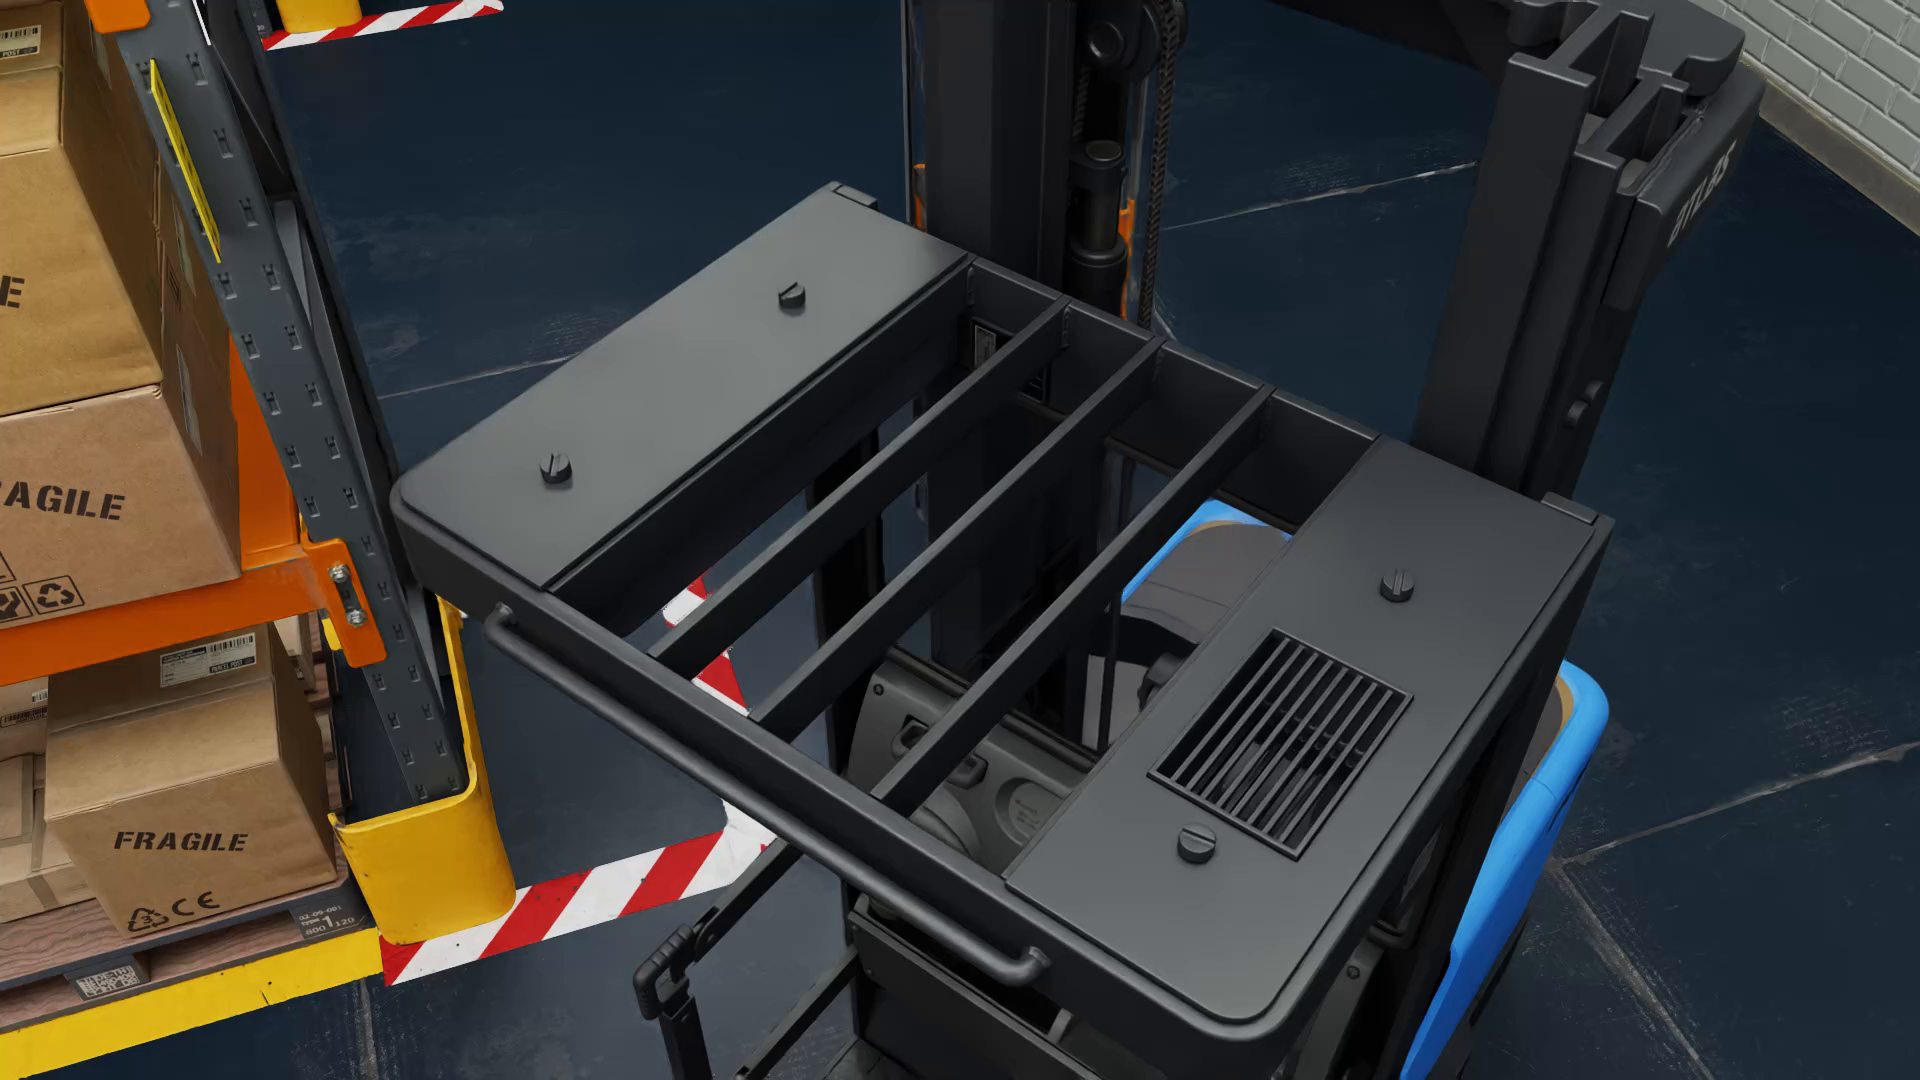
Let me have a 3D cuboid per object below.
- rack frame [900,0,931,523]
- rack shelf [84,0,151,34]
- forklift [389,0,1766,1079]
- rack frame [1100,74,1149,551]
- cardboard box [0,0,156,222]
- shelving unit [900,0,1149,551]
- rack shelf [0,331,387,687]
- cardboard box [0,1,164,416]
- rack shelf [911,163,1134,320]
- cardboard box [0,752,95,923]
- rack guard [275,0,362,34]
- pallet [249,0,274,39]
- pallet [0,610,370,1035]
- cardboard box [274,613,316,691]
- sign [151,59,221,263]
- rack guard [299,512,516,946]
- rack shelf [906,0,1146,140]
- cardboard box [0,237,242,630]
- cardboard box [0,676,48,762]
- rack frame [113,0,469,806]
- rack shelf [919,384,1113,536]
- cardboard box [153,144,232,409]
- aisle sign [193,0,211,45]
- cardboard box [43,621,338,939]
[{"bbox_3d":[-0.074,-0.722,4.487,0.015,2.100,0.400,-14,47,-14],"label":"rack frame"},{"bbox_3d":[-3.305,-0.788,2.307,4.000,0.370,1.077,-14,47,-14],"label":"rack shelf"},{"bbox_3d":[0.077,0.647,2.536,1.130,2.935,3.031,28,51,25],"label":"forklift"},{"bbox_3d":[0.385,-0.840,4.604,0.015,2.100,0.400,-14,47,-14],"label":"rack frame"},{"bbox_3d":[-1.931,-0.921,3.273,0.500,0.500,0.500,-13,47,-13],"label":"cardboard box"},{"bbox_3d":[0.156,-0.781,4.546,0.503,2.100,0.431,-14,47,-14],"label":"shelving unit"},{"bbox_3d":[-3.305,0.271,3.370,4.000,0.370,1.077,-14,47,-14],"label":"rack shelf"},{"bbox_3d":[-1.749,-0.562,2.916,0.500,0.500,0.500,-15,47,-14],"label":"cardboard box"},{"bbox_3d":[0.156,-0.771,4.556,0.480,0.518,0.431,-14,47,-14],"label":"rack shelf"},{"bbox_3d":[-2.263,0.714,4.111,0.250,0.166,0.380,-14,47,-14],"label":"cardboard box"},{"bbox_3d":[-3.087,-2.886,7.774,0.348,0.500,1.175,-14,47,-14],"label":"rack guard"},{"bbox_3d":[-3.835,-2.534,7.627,1.213,0.211,1.003,-14,47,-14],"label":"pallet"},{"bbox_3d":[-2.245,0.731,4.372,1.213,0.211,1.003,-14,47,-14],"label":"pallet"},{"bbox_3d":[-1.935,0.259,4.576,0.250,0.149,0.380,-14,47,-14],"label":"cardboard box"},{"bbox_3d":[-1.255,-0.609,2.699,0.005,0.325,0.100,-14,47,-14],"label":"sign"},{"bbox_3d":[-1.496,0.437,4.461,0.348,0.500,1.175,-14,47,-14],"label":"rack guard"},{"bbox_3d":[0.156,-1.266,4.060,0.480,0.518,0.431,-14,47,-14],"label":"rack shelf"},{"bbox_3d":[-1.753,-0.210,3.271,0.500,0.500,0.500,-13,47,-13],"label":"cardboard box"},{"bbox_3d":[-2.502,0.414,4.351,0.500,0.250,0.500,-14,47,-14],"label":"cardboard box"},{"bbox_3d":[-1.424,-0.464,3.594,0.127,3.000,1.000,-14,47,-14],"label":"rack frame"},{"bbox_3d":[0.156,-0.277,5.051,0.480,0.518,0.431,-14,47,-14],"label":"rack shelf"},{"bbox_3d":[-1.931,-0.568,3.628,0.500,0.500,0.500,-13,47,-13],"label":"cardboard box"},{"bbox_3d":[-1.256,-1.194,2.487,0.004,0.787,0.394,-14,47,-14],"label":"aisle sign"},{"bbox_3d":[-1.852,0.558,4.030,0.500,0.500,0.500,-14,47,-14],"label":"cardboard box"}]
